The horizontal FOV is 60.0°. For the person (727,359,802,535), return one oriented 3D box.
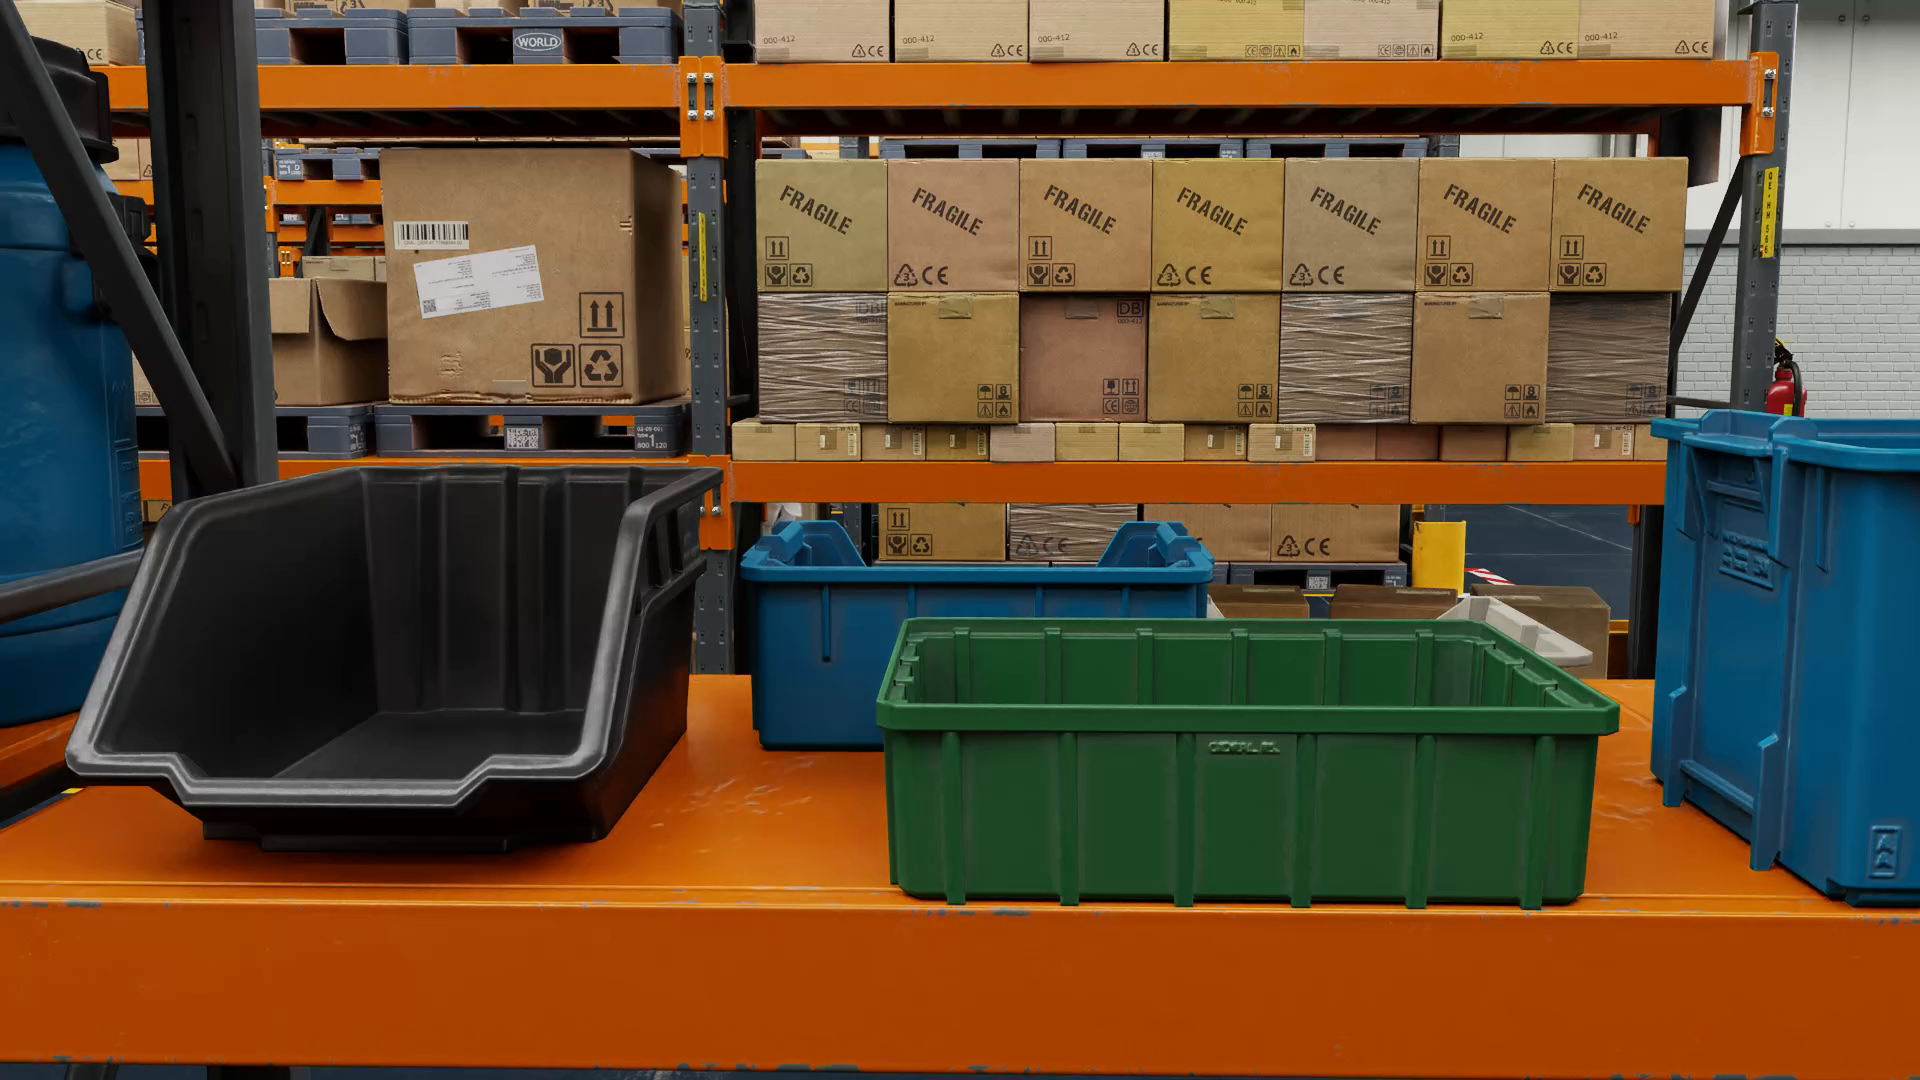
[{"bbox_3d":[-1.002,-0.092,8.482,0.372,1.663,0.523,-2,8,-15],"label":"person"}]
